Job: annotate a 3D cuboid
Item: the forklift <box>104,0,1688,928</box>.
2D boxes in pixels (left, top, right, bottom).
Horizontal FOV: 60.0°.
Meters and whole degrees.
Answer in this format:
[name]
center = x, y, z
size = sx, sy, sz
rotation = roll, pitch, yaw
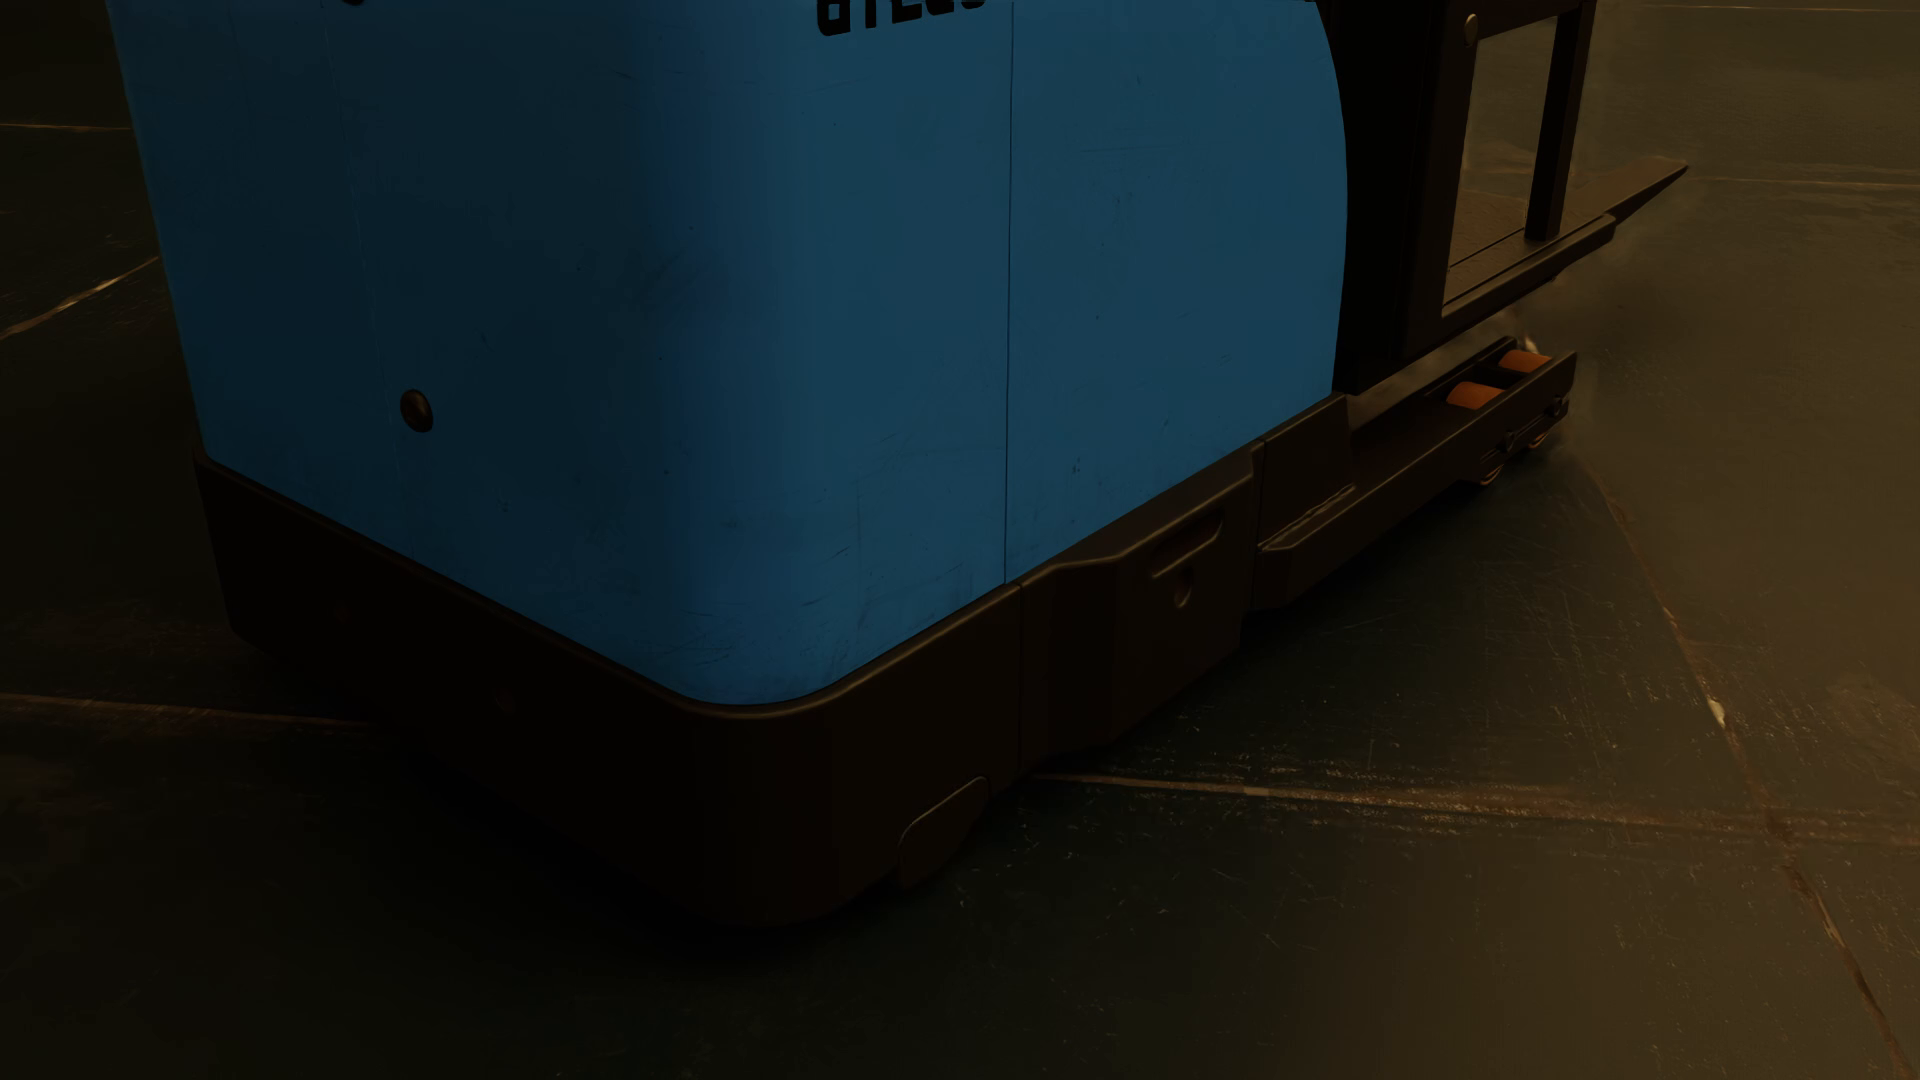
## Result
[forklift]
center = 0.384, -1.525, 2.274
size = 1.130, 2.935, 3.031
rotation = 20, 33, 35
